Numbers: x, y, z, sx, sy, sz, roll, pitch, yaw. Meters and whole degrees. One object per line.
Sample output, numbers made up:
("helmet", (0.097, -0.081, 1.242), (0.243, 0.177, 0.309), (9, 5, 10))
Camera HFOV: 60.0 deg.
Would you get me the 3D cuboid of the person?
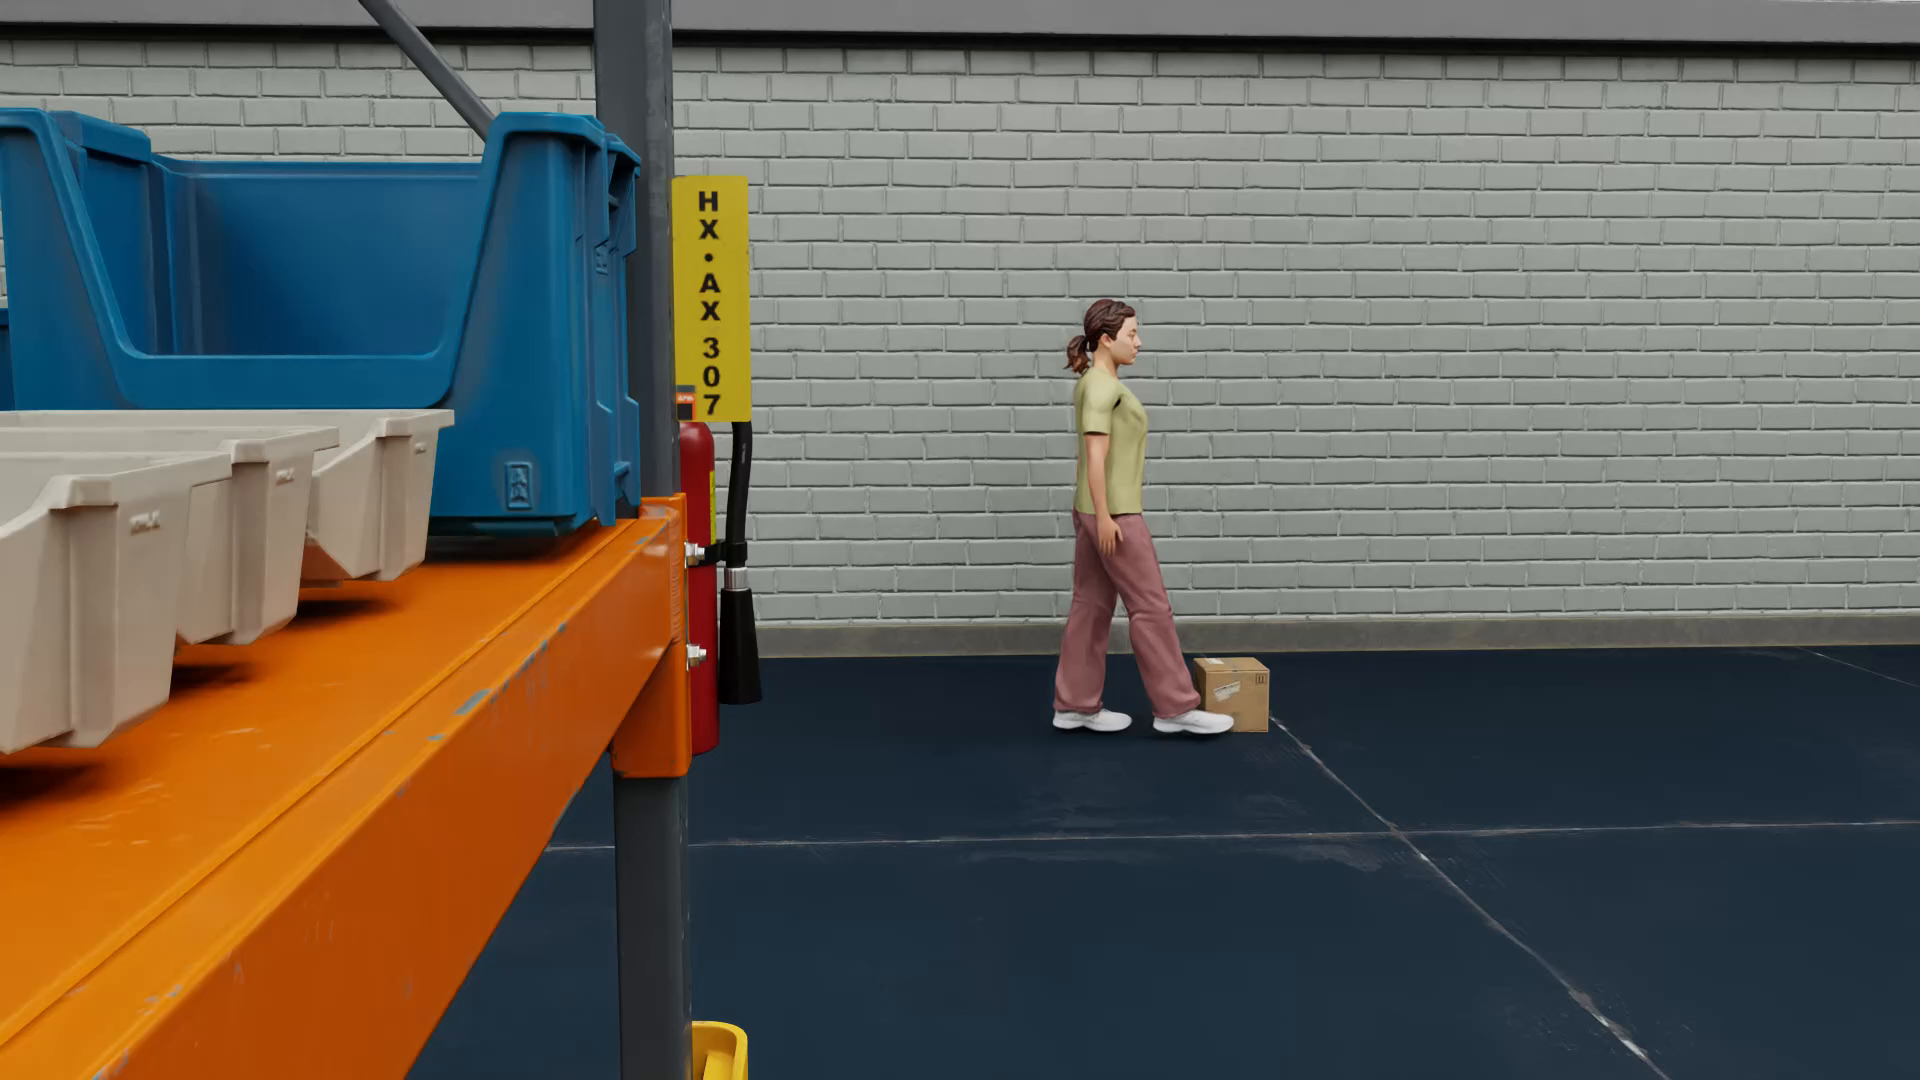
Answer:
("person", (0.704, -0.087, 6.401), (0.686, 1.667, 0.461), (0, 7, -2))
